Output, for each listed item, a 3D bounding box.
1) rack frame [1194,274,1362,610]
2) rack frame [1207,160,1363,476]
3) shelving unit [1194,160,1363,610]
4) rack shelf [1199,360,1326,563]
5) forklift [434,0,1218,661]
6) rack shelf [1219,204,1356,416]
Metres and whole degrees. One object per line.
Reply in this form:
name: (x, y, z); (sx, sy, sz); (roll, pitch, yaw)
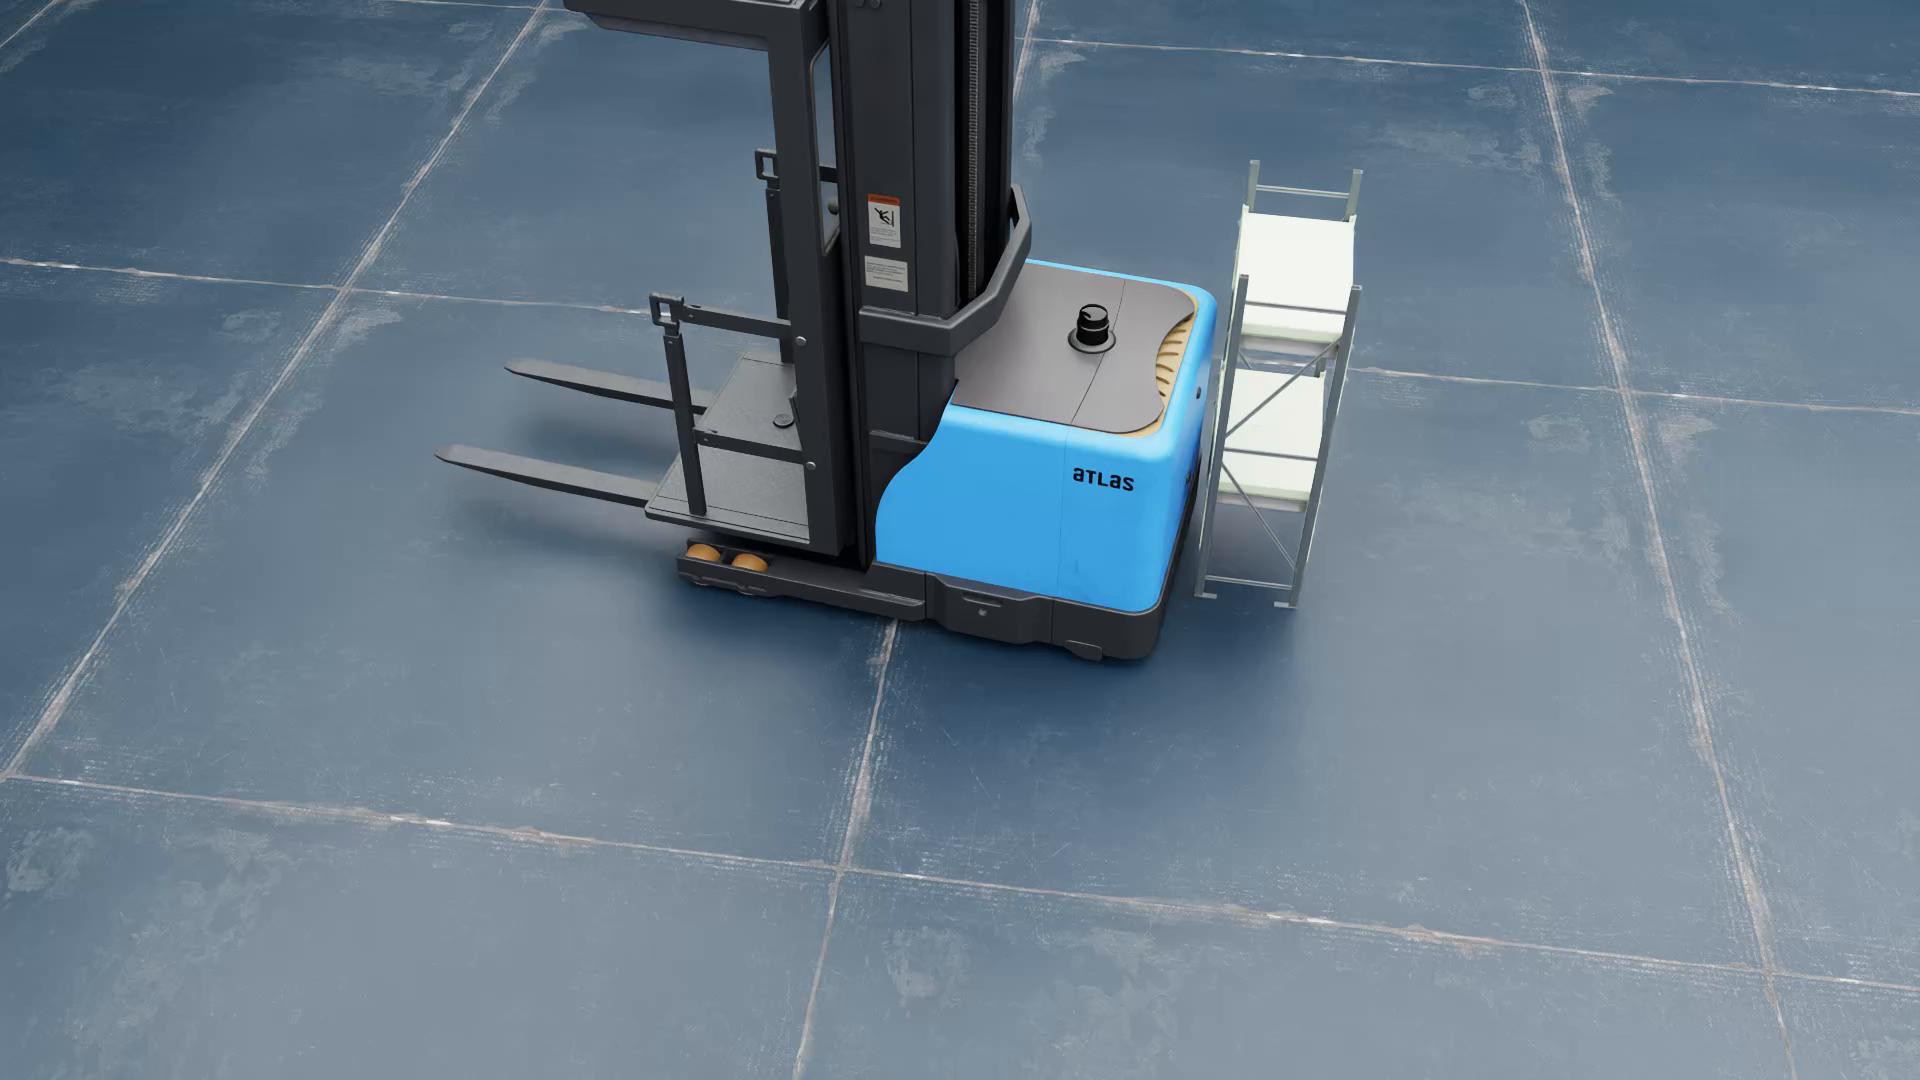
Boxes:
rack frame: (1.116, -0.305, 5.980); (0.400, 1.500, 0.023); (7, 44, 7)
rack frame: (1.245, -0.800, 6.503); (0.400, 1.500, 0.023); (7, 44, 7)
shelving unit: (1.181, -0.552, 6.242); (0.431, 1.500, 0.755); (7, 44, 7)
rack shelf: (1.180, -0.316, 6.466); (0.431, 0.370, 0.720); (7, 44, 7)
forklift: (-0.605, -1.184, 5.869); (3.031, 2.935, 1.130); (11, 45, 12)
rack shelf: (1.182, -0.836, 5.973); (0.431, 0.370, 0.720); (7, 44, 7)
